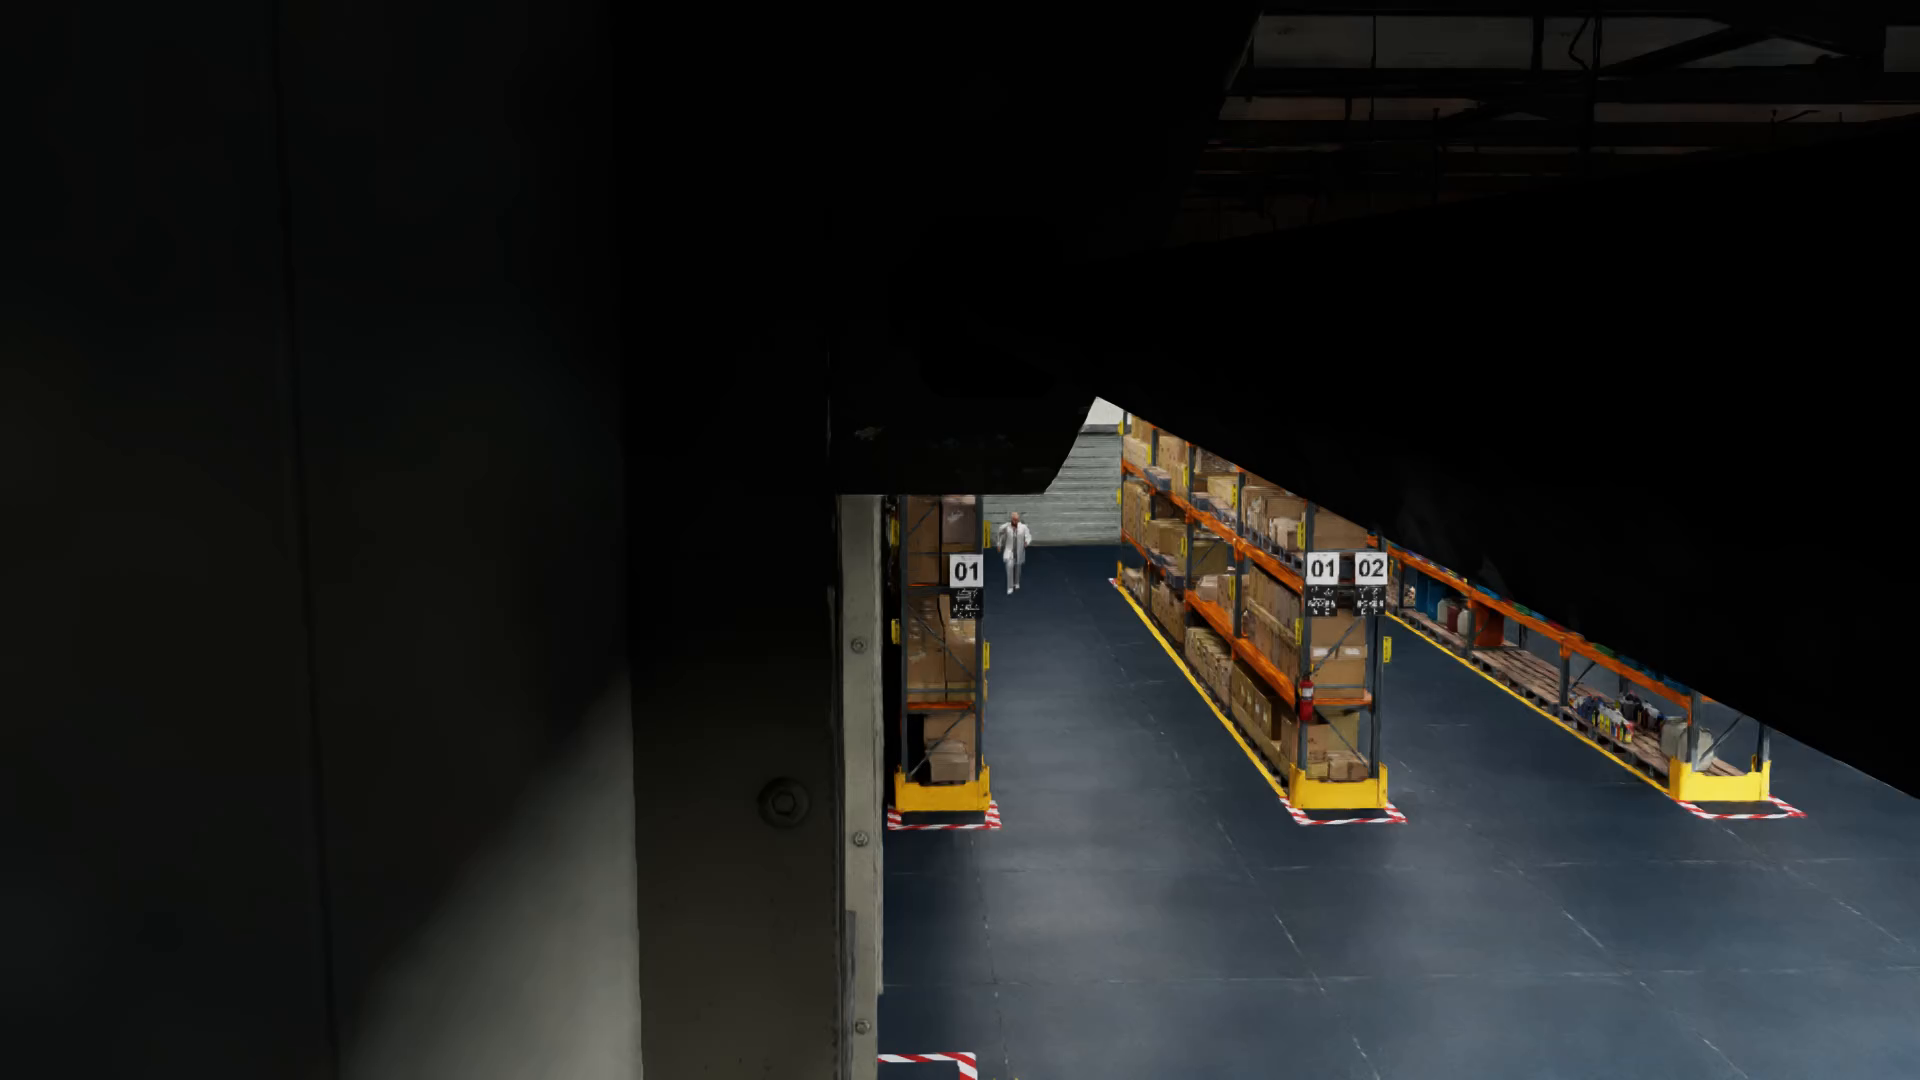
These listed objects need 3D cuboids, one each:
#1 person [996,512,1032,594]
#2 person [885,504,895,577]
[{"bbox_3d":[1.159,0.245,35.551,0.733,1.709,0.930,-1,8,-6],"label":"person"},{"bbox_3d":[-1.638,0.005,37.305,0.473,1.685,0.478,4,9,24],"label":"person"}]
